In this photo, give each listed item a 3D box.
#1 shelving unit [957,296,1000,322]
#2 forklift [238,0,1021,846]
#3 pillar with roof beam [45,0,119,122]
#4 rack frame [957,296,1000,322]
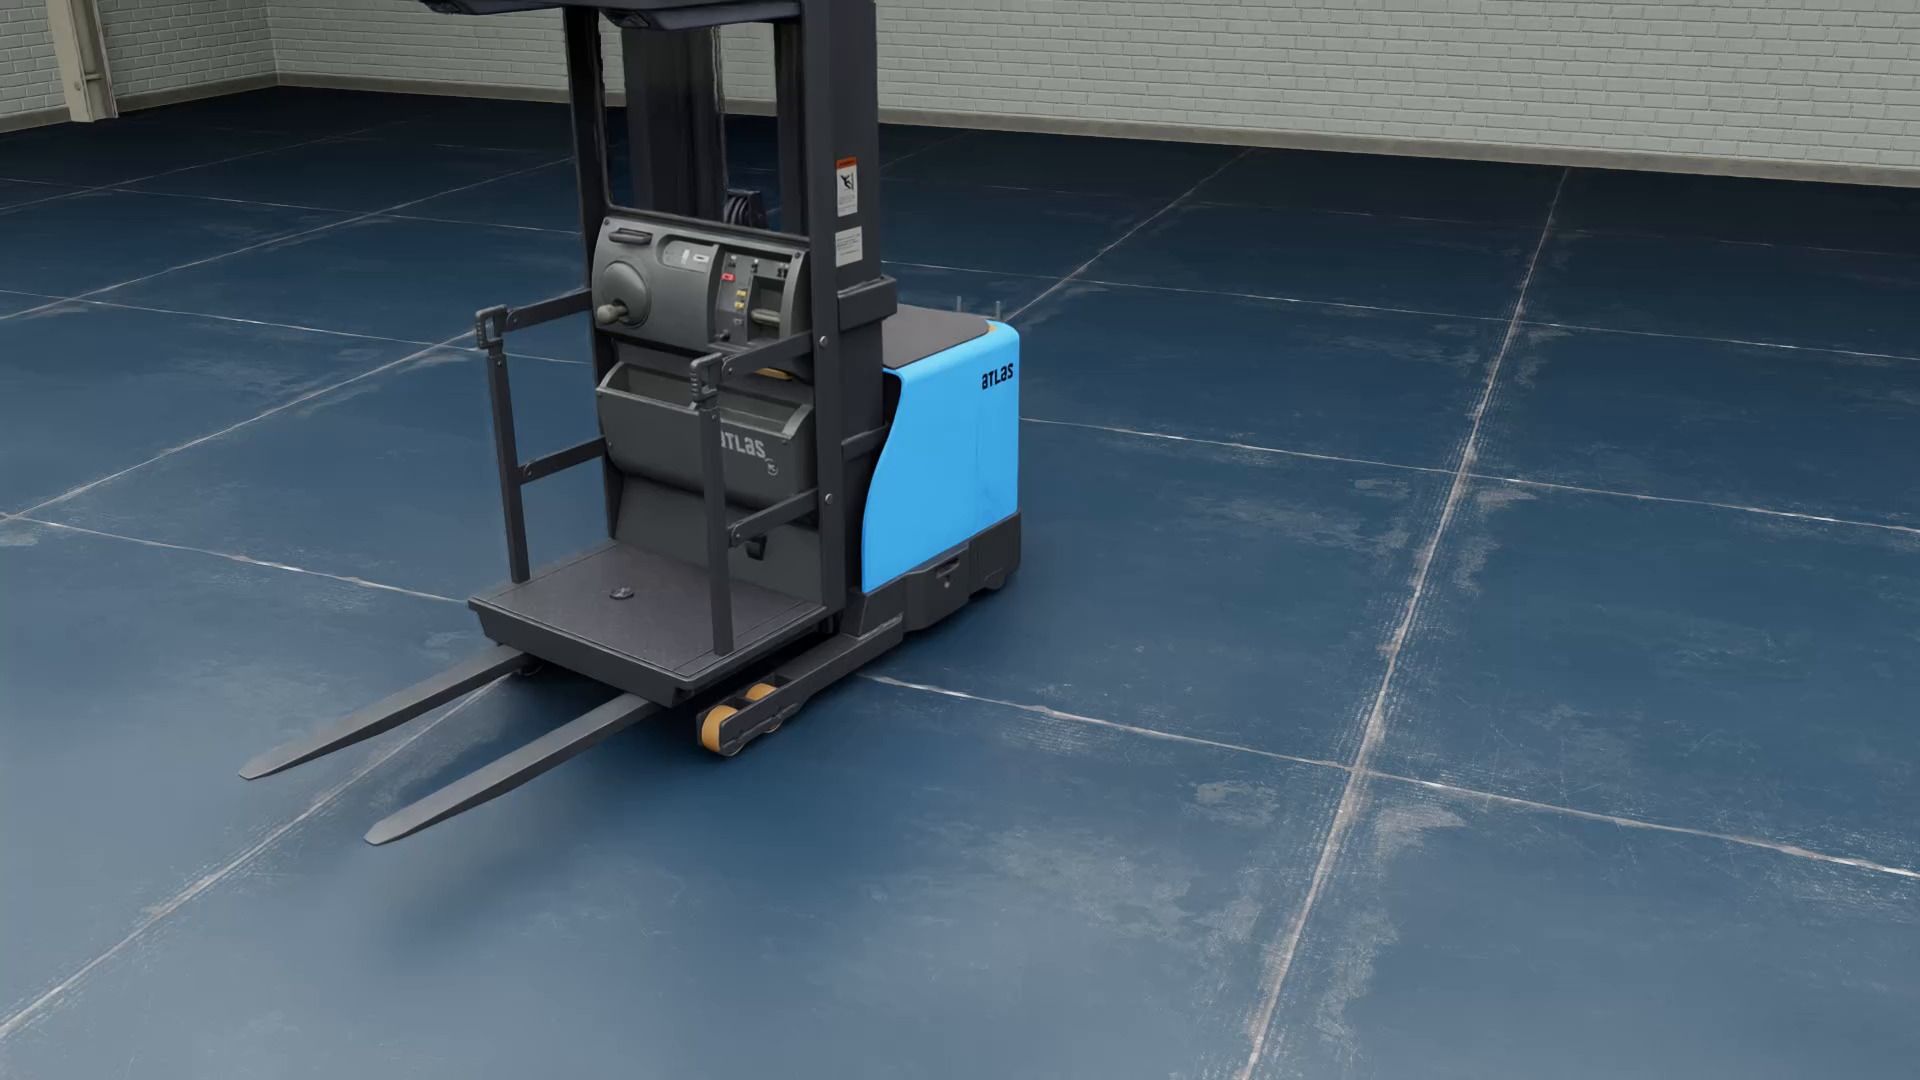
[{"bbox_3d":[0.021,-0.479,7.034,0.215,1.050,0.252,11,25,25],"label":"shelving unit"},{"bbox_3d":[-1.019,-0.845,5.471,1.130,2.935,3.031,15,27,33],"label":"forklift"},{"bbox_3d":[-5.585,-8.197,15.198,9.100,9.000,0.400,9,24,20],"label":"pillar with roof beam"},{"bbox_3d":[0.077,-0.520,7.134,0.200,1.050,0.008,11,25,25],"label":"rack frame"}]
